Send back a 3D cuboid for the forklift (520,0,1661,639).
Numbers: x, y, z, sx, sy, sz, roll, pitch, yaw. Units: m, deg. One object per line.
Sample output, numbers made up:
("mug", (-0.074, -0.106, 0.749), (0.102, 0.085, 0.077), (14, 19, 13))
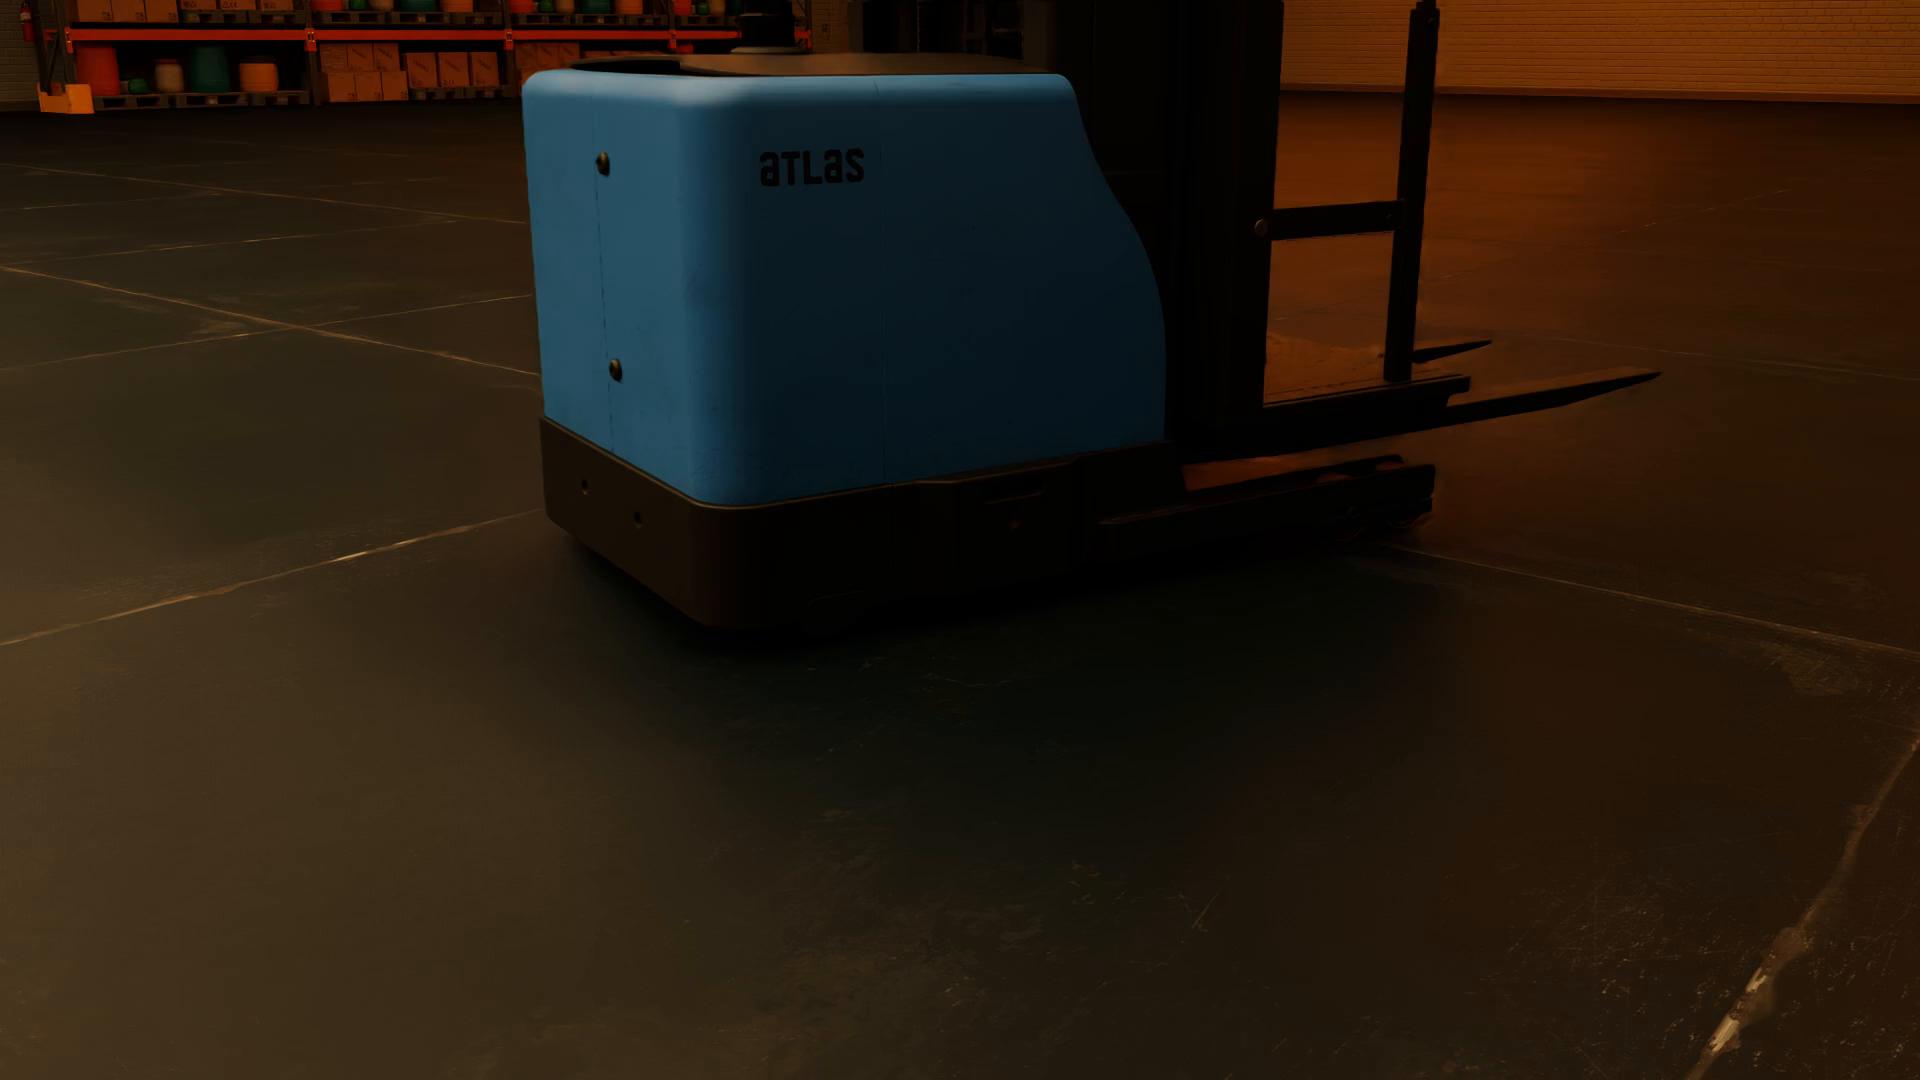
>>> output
("forklift", (0.548, -1.515, 3.887), (3.031, 2.935, 1.130), (-10, 20, -31))
